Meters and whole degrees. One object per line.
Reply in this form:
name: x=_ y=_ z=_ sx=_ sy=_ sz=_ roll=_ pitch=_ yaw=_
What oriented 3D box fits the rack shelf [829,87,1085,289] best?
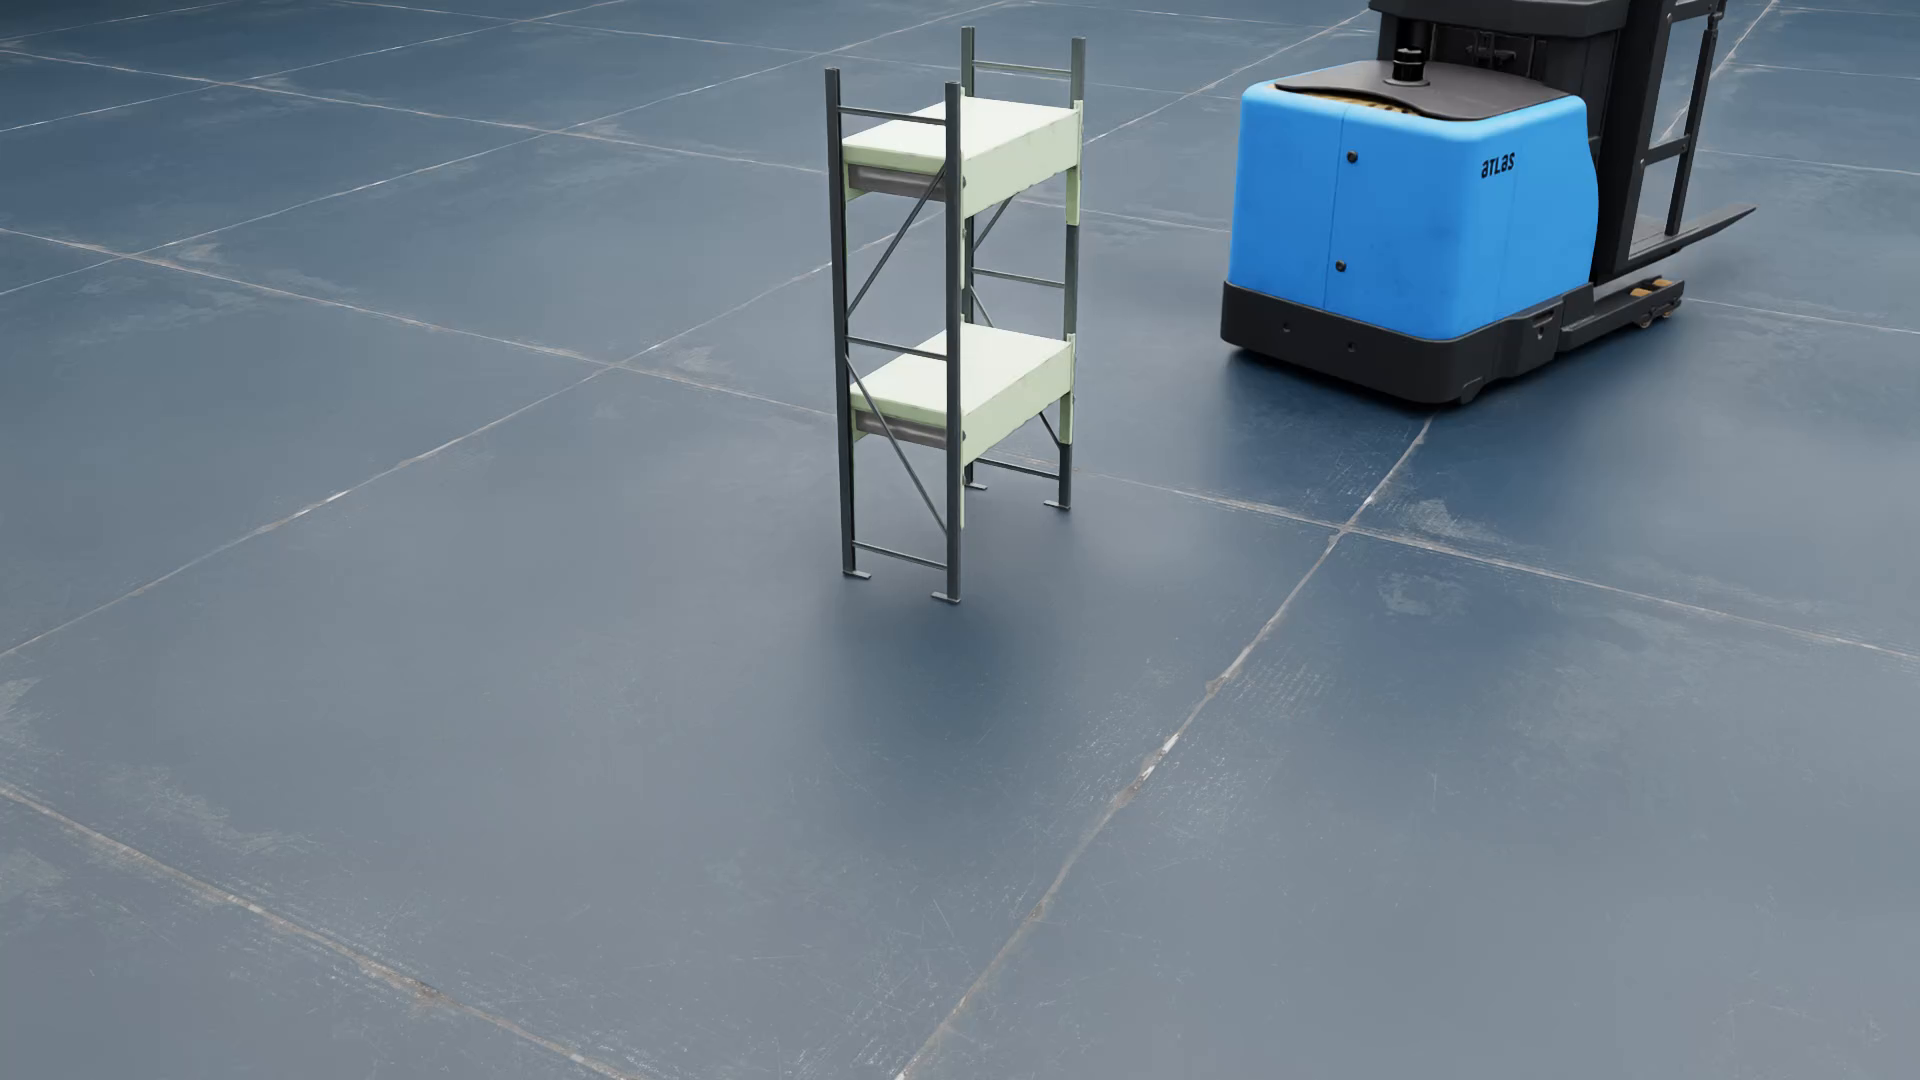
rack shelf: x=0.003 y=-1.022 z=4.745 sx=0.431 sy=0.370 sz=0.720 roll=14 pitch=30 yaw=26

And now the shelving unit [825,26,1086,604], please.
shelving unit: x=0.003 y=-0.673 z=4.919 sx=0.431 sy=1.500 sz=0.755 roll=14 pitch=30 yaw=26

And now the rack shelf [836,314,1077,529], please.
rack shelf: x=0.003 y=-0.382 z=5.065 sx=0.431 sy=0.370 sz=0.720 roll=14 pitch=30 yaw=26

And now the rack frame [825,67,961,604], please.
rack frame: x=-0.177 y=-0.531 z=4.635 sx=0.400 sy=1.500 sz=0.023 roll=14 pitch=30 yaw=26

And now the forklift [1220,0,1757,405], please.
forklift: x=2.474 y=-2.358 z=6.687 sx=3.031 sy=2.935 sz=1.130 roll=-23 pitch=34 yaw=-38

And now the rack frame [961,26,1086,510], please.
rack frame: x=0.183 y=-0.816 z=5.204 sx=0.400 sy=1.500 sz=0.023 roll=14 pitch=30 yaw=26
